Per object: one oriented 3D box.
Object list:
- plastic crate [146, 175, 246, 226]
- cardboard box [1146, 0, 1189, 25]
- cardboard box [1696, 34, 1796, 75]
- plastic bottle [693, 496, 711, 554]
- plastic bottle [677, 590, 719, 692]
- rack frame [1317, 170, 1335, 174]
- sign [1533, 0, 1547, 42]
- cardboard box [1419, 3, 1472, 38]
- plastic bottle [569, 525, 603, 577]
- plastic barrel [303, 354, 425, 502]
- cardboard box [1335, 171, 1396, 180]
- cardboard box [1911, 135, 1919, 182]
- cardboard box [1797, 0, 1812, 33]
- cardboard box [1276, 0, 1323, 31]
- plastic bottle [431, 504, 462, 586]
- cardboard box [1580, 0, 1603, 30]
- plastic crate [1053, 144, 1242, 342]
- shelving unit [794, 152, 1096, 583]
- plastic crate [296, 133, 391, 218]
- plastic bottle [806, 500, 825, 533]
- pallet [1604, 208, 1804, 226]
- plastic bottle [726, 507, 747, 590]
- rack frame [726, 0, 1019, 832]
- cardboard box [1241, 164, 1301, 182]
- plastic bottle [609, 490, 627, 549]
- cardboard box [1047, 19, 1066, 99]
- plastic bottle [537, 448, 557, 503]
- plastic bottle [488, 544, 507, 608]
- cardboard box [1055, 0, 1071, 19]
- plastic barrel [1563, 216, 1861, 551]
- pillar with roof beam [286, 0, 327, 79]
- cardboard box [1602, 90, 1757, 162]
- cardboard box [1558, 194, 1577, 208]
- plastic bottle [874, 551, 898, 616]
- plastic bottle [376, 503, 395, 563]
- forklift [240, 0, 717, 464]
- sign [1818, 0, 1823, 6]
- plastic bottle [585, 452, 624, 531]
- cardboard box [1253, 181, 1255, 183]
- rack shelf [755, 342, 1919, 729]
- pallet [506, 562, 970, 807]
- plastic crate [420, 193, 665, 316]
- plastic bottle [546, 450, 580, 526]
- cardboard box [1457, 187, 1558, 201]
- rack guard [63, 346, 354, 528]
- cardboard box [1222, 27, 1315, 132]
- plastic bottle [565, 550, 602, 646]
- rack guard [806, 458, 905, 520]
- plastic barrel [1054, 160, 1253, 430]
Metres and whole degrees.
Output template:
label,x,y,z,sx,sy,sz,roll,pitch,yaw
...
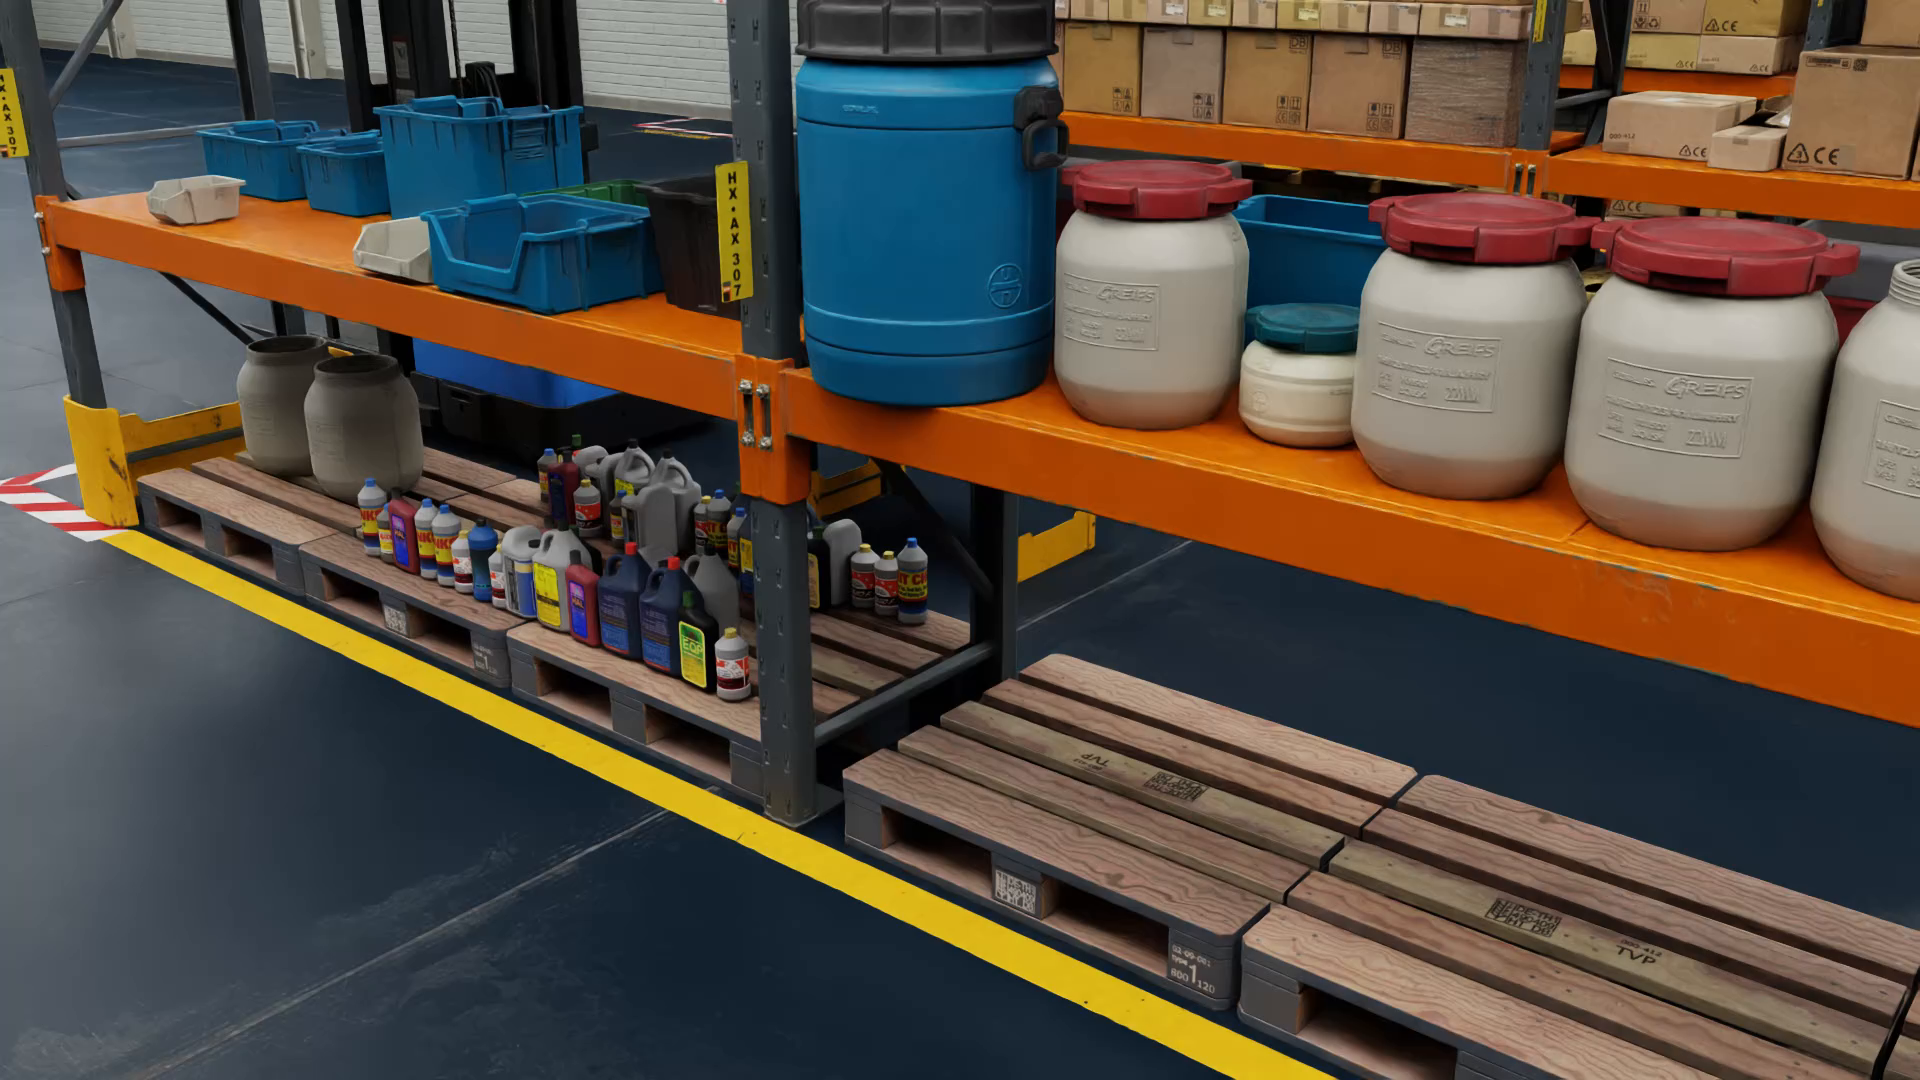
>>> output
label,x,y,z,sx,sy,sz,roll,pitch,yaw
plastic crate,-2.791,-1.236,6.068,0.250,0.136,0.298,16,26,36
cardboard box,1.212,-2.861,8.942,0.250,0.149,0.380,16,26,37
cardboard box,5.523,-3.425,11.683,0.500,0.250,0.500,16,26,36
plastic bottle,-0.896,-0.056,5.908,0.097,0.201,0.097,0,21,0
plastic bottle,-0.764,0.293,4.865,0.133,0.283,0.061,18,27,39
rack frame,2.983,-4.355,13.966,0.127,3.000,1.000,16,26,36
sign,2.603,-2.398,7.436,0.005,0.325,0.100,16,26,36
cardboard box,2.416,-2.516,8.027,0.250,0.149,0.380,15,26,35
plastic bottle,-1.217,0.097,5.386,0.133,0.283,0.061,16,26,36
plastic barrel,-2.335,-0.442,6.519,0.421,0.512,0.421,0,21,0
cardboard box,3.462,-3.124,13.888,0.500,0.311,0.500,13,24,30
cardboard box,4.333,-1.749,6.914,0.500,0.500,0.500,16,26,36
cardboard box,5.850,-3.915,11.919,0.500,0.500,0.500,15,26,35
cardboard box,1.819,-2.688,8.483,0.250,0.149,0.380,16,26,36
plastic bottle,-1.731,0.012,5.628,0.097,0.271,0.097,0,21,0
cardboard box,4.746,-3.999,12.142,0.500,0.500,0.500,15,25,35
plastic crate,0.386,-0.760,4.342,0.583,0.464,0.402,16,26,36
shelving unit,-0.059,-0.719,6.449,1.083,1.500,0.587,16,26,36
plastic crate,-2.205,-1.401,6.343,0.408,0.251,0.499,16,26,36
plastic bottle,-0.545,-0.014,5.586,0.185,0.351,0.144,17,26,38
pallet,5.539,-2.298,12.463,1.213,0.211,1.003,16,26,36
plastic bottle,-0.734,0.023,5.598,0.097,0.271,0.097,0,21,0
rack frame,-0.182,-0.754,4.418,0.127,3.000,1.000,16,26,36
cardboard box,1.628,-1.892,9.672,0.500,0.500,0.500,16,26,36
plastic bottle,-1.207,-0.080,5.972,0.097,0.201,0.097,0,21,0
cardboard box,0.617,-2.823,9.762,0.500,0.500,0.700,17,26,38
plastic bottle,-1.581,-0.254,6.432,0.097,0.201,0.097,0,21,0
plastic bottle,-1.495,0.113,5.460,0.097,0.201,0.097,0,21,0
cardboard box,0.614,-3.033,9.399,0.250,0.149,0.380,16,26,35
plastic barrel,1.324,-0.284,2.979,0.433,0.535,0.433,0,21,0
pillar with roof beam,-12.595,-10.082,20.649,0.400,9.000,9.100,16,26,36
cardboard box,3.362,-1.940,7.773,0.500,0.250,0.500,18,27,40
cardboard box,4.855,-2.697,12.986,0.250,0.149,0.380,14,25,32
plastic bottle,-0.231,0.135,5.400,0.097,0.201,0.097,0,21,0
plastic bottle,-1.993,-0.031,5.841,0.097,0.201,0.097,0,21,0
forklift,-2.618,-2.123,8.144,3.031,2.935,1.130,16,26,36
sign,5.745,-3.718,11.049,0.005,0.325,0.100,16,26,36
plastic bottle,-1.296,-0.194,6.167,0.135,0.276,0.152,15,25,35
cardboard box,1.289,-1.745,9.284,0.500,0.500,0.500,16,26,36
rack shelf,1.367,0.028,3.362,4.000,0.370,1.077,16,26,36
pallet,-0.676,0.389,5.337,1.213,0.211,1.003,16,26,36
plastic crate,-1.211,-0.858,4.902,0.616,0.251,0.499,16,26,36
plastic bottle,-1.470,-0.199,6.171,0.133,0.283,0.061,16,26,36
cardboard box,2.791,-1.558,8.786,0.500,0.500,0.500,16,26,36
rack guard,-3.193,-0.473,7.215,0.348,0.500,1.175,16,26,36
cardboard box,1.806,-2.481,8.854,0.500,0.500,0.700,17,26,37
plastic bottle,-1.165,0.178,5.171,0.133,0.283,0.061,18,27,40
rack guard,-0.445,-0.245,6.964,0.087,0.250,0.587,16,26,36
plastic barrel,0.420,-0.545,3.669,0.433,0.535,0.433,0,21,0
